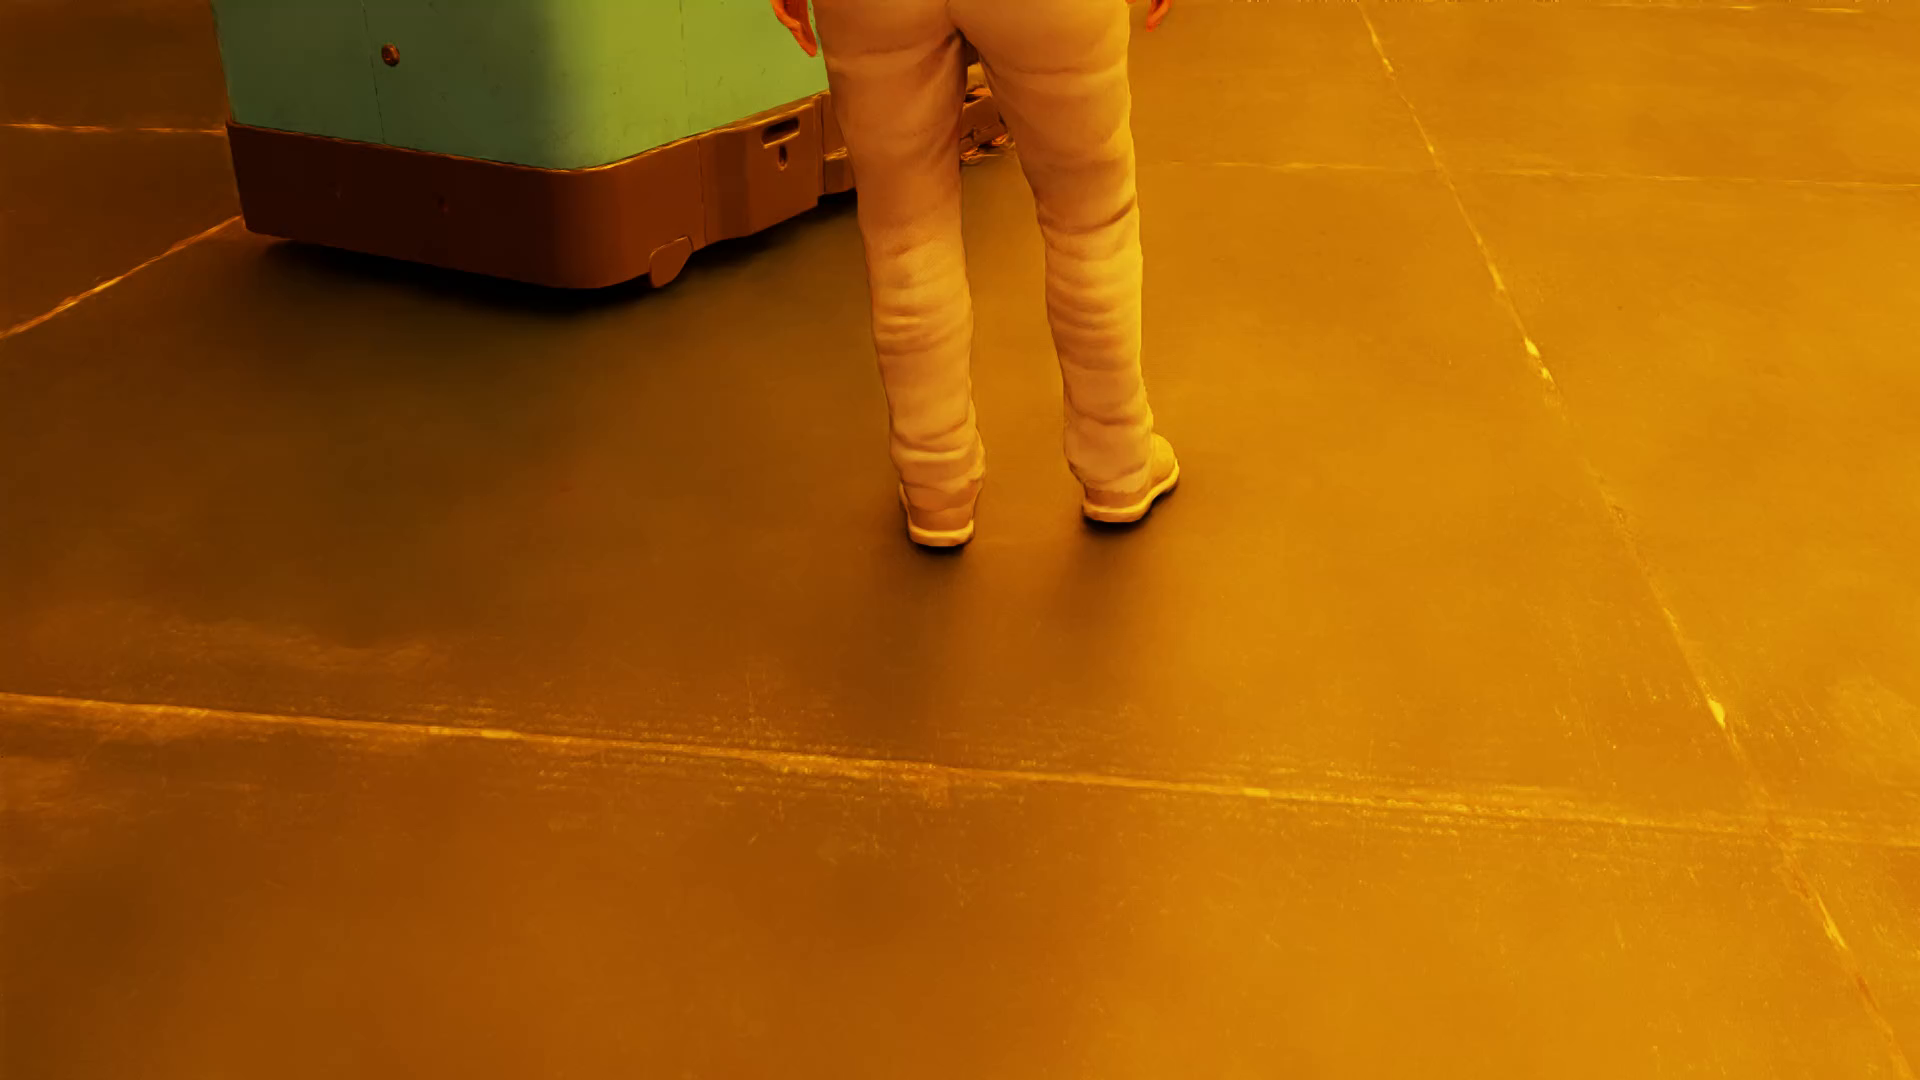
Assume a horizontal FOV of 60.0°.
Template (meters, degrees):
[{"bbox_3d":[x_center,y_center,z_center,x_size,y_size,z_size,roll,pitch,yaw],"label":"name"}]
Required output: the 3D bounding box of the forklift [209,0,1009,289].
[{"bbox_3d":[-0.492,-2.443,4.113,1.130,2.935,3.031,13,29,24],"label":"forklift"}]

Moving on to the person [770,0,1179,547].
[{"bbox_3d":[0.033,-0.785,2.191,0.598,1.669,0.527,3,27,7],"label":"person"}]
